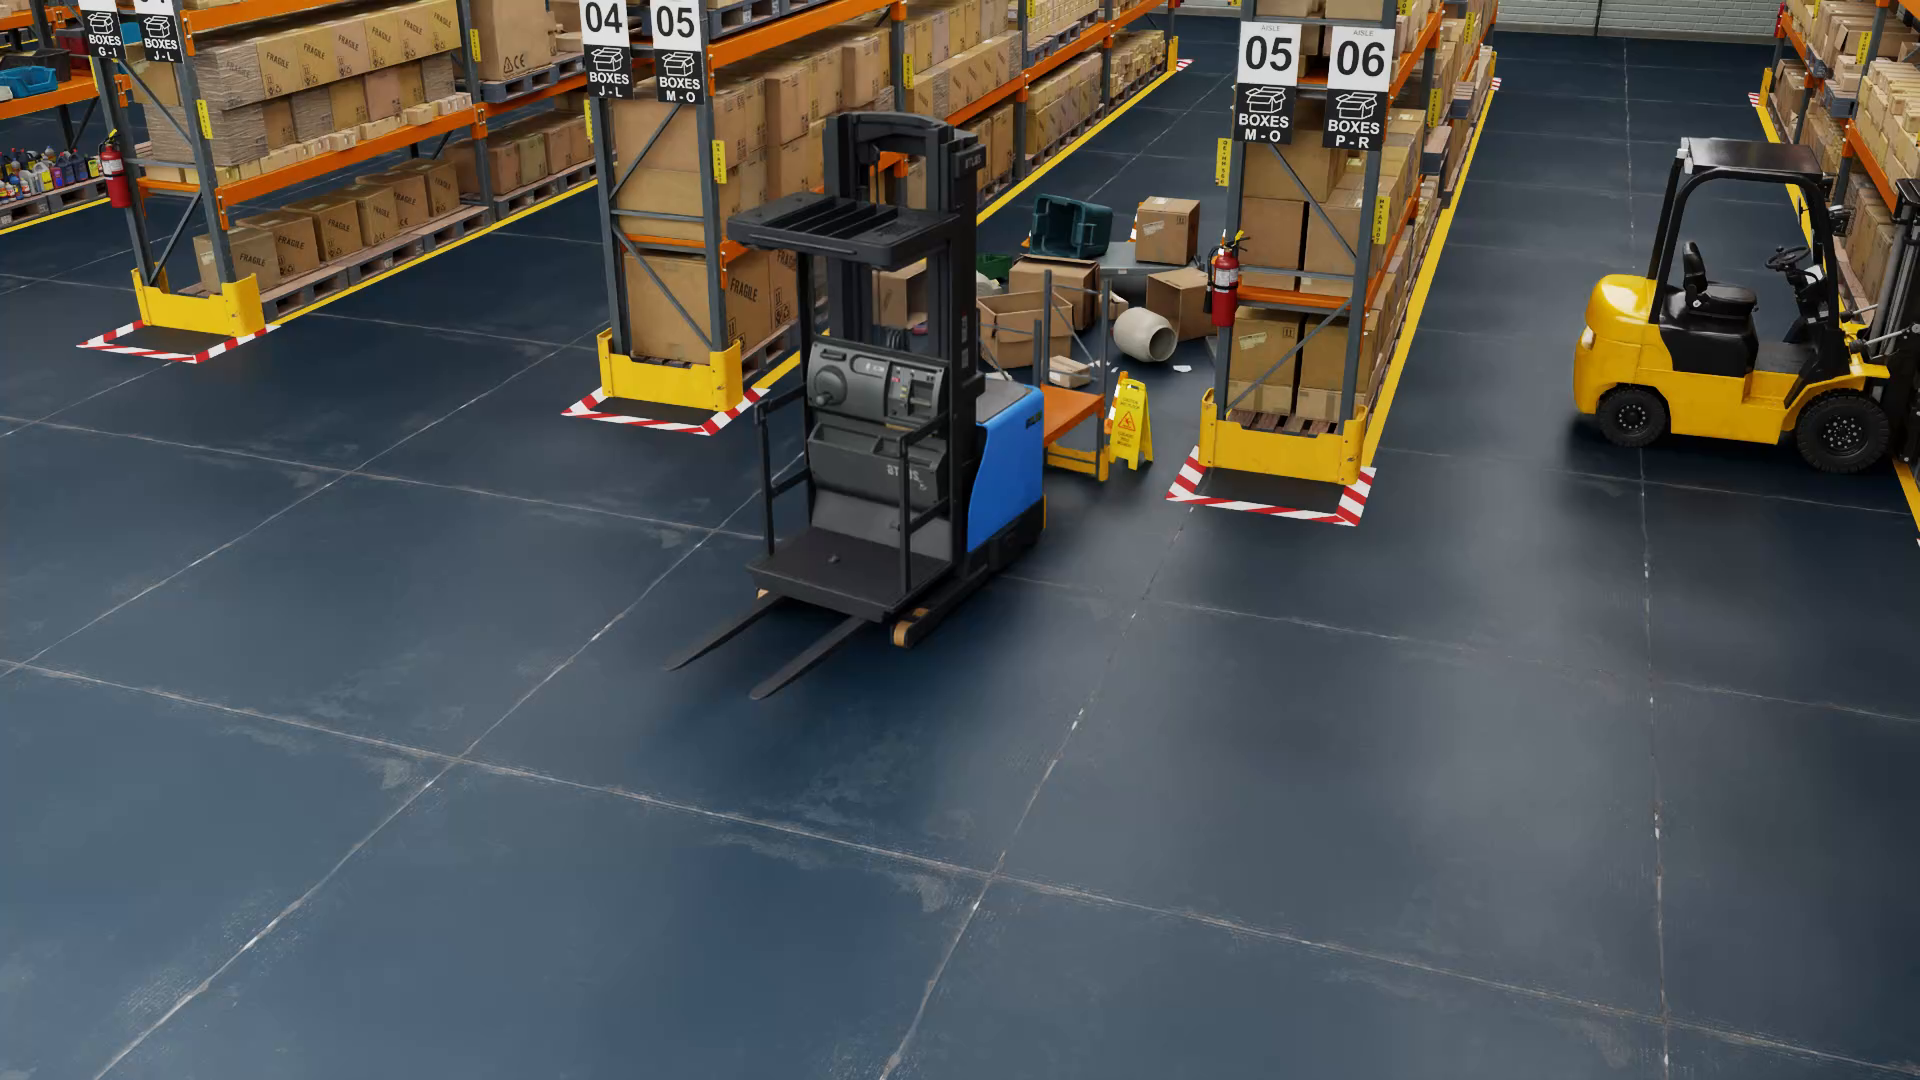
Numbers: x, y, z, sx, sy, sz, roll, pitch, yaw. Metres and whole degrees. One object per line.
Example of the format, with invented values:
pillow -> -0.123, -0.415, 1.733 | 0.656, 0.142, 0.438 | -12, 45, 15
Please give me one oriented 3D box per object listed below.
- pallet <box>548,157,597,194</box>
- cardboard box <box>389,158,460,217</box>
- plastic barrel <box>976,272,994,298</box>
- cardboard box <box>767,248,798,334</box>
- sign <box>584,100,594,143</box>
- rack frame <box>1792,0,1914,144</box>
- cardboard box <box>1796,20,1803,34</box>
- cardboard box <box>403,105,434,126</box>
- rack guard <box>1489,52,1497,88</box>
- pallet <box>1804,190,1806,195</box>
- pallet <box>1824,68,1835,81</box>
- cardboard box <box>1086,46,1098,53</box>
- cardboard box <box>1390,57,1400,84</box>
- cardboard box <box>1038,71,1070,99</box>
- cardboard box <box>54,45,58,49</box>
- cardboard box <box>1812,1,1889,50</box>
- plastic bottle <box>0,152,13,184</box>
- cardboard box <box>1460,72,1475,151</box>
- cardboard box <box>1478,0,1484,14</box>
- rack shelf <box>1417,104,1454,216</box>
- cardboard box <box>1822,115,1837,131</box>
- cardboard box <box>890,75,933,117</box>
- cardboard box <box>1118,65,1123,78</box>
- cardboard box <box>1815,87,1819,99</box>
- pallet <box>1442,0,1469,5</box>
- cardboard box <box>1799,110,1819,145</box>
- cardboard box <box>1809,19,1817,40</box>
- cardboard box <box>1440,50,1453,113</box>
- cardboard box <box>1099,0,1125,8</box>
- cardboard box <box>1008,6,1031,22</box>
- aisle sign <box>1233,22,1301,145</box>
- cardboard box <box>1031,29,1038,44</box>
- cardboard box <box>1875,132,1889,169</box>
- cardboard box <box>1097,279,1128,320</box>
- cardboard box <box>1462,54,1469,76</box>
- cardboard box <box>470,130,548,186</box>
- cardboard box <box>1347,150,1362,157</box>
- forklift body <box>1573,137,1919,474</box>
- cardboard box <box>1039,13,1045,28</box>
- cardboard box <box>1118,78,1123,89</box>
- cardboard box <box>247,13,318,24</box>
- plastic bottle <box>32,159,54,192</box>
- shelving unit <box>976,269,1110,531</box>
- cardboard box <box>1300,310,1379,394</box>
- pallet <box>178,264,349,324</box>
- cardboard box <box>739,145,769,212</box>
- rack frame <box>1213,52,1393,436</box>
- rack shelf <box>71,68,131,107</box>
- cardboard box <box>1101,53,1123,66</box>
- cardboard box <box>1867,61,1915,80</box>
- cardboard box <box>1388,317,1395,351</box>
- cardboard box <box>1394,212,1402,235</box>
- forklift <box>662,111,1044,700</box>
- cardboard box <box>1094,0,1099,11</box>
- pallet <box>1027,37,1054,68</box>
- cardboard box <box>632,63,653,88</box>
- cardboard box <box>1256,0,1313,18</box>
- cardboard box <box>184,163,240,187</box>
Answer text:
pallet -> -5.007, -4.513, 20.329 | 1.003, 0.211, 1.213 | 9, 27, 17
cardboard box -> -5.839, -3.850, 18.147 | 0.500, 0.500, 0.500 | 8, 27, 16
plastic barrel -> 0.044, -2.336, 15.589 | 0.421, 0.421, 0.512 | -14, 29, -27
cardboard box -> -1.902, -2.423, 14.769 | 0.875, 0.875, 0.875 | 8, 27, 17
sign -> -2.863, -3.252, 12.925 | 0.100, 0.325, 0.005 | 9, 27, 17
rack frame -> 11.021, -6.077, 20.359 | 1.000, 3.000, 0.127 | 9, 27, 17
cardboard box -> 11.440, -6.879, 22.304 | 0.380, 0.149, 0.250 | 9, 27, 19
cardboard box -> -5.673, -4.387, 17.156 | 0.380, 0.149, 0.250 | 9, 27, 17
rack guard -> 7.678, -7.324, 25.803 | 1.175, 0.500, 0.348 | 9, 27, 17
pallet -> 10.382, -3.979, 19.226 | 1.003, 0.211, 1.213 | 9, 27, 17
pallet -> 10.333, -5.147, 18.658 | 1.003, 0.211, 1.213 | 9, 27, 17
cardboard box -> 1.875, -7.376, 25.149 | 0.380, 0.149, 0.250 | 8, 27, 16
cardboard box -> 2.762, -3.190, 11.243 | 0.380, 0.149, 0.250 | 9, 27, 17
cardboard box -> 1.109, -5.887, 21.494 | 0.500, 0.250, 0.500 | 9, 27, 18
cardboard box -> -13.257, -7.245, 25.136 | 0.500, 0.500, 0.500 | 10, 28, 20
cardboard box -> 10.649, -6.145, 19.902 | 0.700, 0.500, 0.500 | 9, 27, 19
plastic bottle -> -11.062, -4.320, 19.265 | 0.144, 0.351, 0.185 | 8, 27, 15
cardboard box -> 5.915, -5.389, 20.895 | 0.875, 0.875, 0.875 | 10, 27, 19
cardboard box -> 6.262, -6.857, 20.707 | 0.500, 0.500, 0.500 | 9, 27, 18
rack shelf -> 4.342, -4.006, 16.907 | 1.077, 0.370, 4.000 | 9, 27, 17
cardboard box -> 10.360, -4.880, 19.529 | 0.380, 0.149, 0.250 | 9, 27, 17
cardboard box -> -0.596, -4.406, 16.794 | 0.500, 0.500, 0.500 | 9, 27, 18
cardboard box -> 2.199, -6.947, 24.604 | 0.380, 0.149, 0.250 | 7, 27, 15
cardboard box -> 10.708, -5.449, 20.363 | 0.380, 0.149, 0.250 | 8, 27, 17
pallet -> 3.983, -5.012, 14.932 | 1.213, 0.211, 1.003 | 9, 27, 17
cardboard box -> 10.648, -4.975, 20.469 | 0.500, 0.500, 0.500 | 10, 28, 20
cardboard box -> 10.960, -6.388, 20.832 | 0.500, 0.250, 0.500 | 9, 27, 19
cardboard box -> 4.447, -4.434, 16.027 | 0.500, 0.500, 0.500 | 9, 27, 17
cardboard box -> 2.040, -7.818, 23.498 | 0.500, 0.500, 0.500 | 8, 27, 16
cardboard box -> 0.644, -6.335, 20.016 | 0.380, 0.149, 0.250 | 9, 27, 18
aisle sign -> 2.052, -3.051, 11.125 | 0.394, 0.787, 0.004 | 9, 27, 17
cardboard box -> 0.735, -6.169, 20.355 | 0.380, 0.149, 0.250 | 10, 28, 20
cardboard box -> 8.801, -3.587, 15.389 | 0.500, 0.250, 0.500 | 10, 27, 19
cardboard box -> 1.382, -2.254, 15.600 | 0.258, 0.266, 0.396 | -9, 27, -18
cardboard box -> 5.742, -5.677, 19.705 | 0.500, 0.250, 0.500 | 10, 27, 19
cardboard box -> -5.267, -4.460, 19.384 | 0.700, 0.500, 0.500 | 9, 27, 17
cardboard box -> 2.855, -3.351, 13.125 | 0.700, 0.500, 0.500 | 9, 27, 17
forklift body -> 5.938, -1.808, 12.515 | 2.313, 2.155, 1.214 | 9, 27, 17
cardboard box -> 0.830, -6.429, 20.551 | 0.380, 0.149, 0.250 | 8, 27, 16
cardboard box -> 2.184, -6.700, 24.435 | 0.380, 0.149, 0.250 | 9, 27, 17
cardboard box -> -6.546, -4.808, 16.134 | 0.500, 0.500, 0.500 | 9, 27, 17
plastic bottle -> -10.453, -4.151, 18.916 | 0.144, 0.351, 0.185 | 9, 27, 17
shelving unit -> 0.569, -0.996, 11.586 | 0.587, 1.500, 1.083 | 14, 29, 27
cardboard box -> 2.882, -1.454, 12.624 | 0.500, 0.500, 0.500 | 8, 27, 16
pallet -> -6.671, -2.406, 15.977 | 1.003, 0.211, 1.213 | 9, 27, 17
cardboard box -> -2.113, -2.996, 13.824 | 0.875, 0.550, 0.550 | 9, 27, 17
rack frame -> 2.346, -1.864, 11.658 | 1.000, 3.000, 0.127 | 9, 27, 17
rack shelf -> -9.674, -6.161, 21.359 | 1.077, 0.370, 4.000 | 9, 27, 17
cardboard box -> 2.198, -7.083, 24.544 | 0.380, 0.149, 0.250 | 8, 27, 16
cardboard box -> 9.306, -4.682, 16.619 | 0.380, 0.149, 0.250 | 10, 27, 19
cardboard box -> 3.392, -1.749, 14.093 | 0.500, 0.250, 0.500 | 9, 27, 18
cardboard box -> 3.357, -2.589, 13.443 | 0.380, 0.149, 0.250 | 9, 27, 18
forklift -> -0.613, -0.900, 9.745 | 1.130, 2.935, 3.031 | 14, 29, 27
cardboard box -> 1.692, -7.356, 22.806 | 0.380, 0.149, 0.250 | 8, 27, 16
pallet -> 0.443, -6.050, 20.523 | 1.213, 0.211, 1.003 | 9, 27, 17
cardboard box -> -4.088, -6.102, 22.367 | 1.225, 0.875, 0.875 | 7, 27, 15
cardboard box -> 2.180, -3.642, 11.261 | 0.380, 0.149, 0.250 | 9, 27, 18
cardboard box -> -6.680, -3.271, 14.851 | 0.380, 0.149, 0.250 | 9, 27, 17
